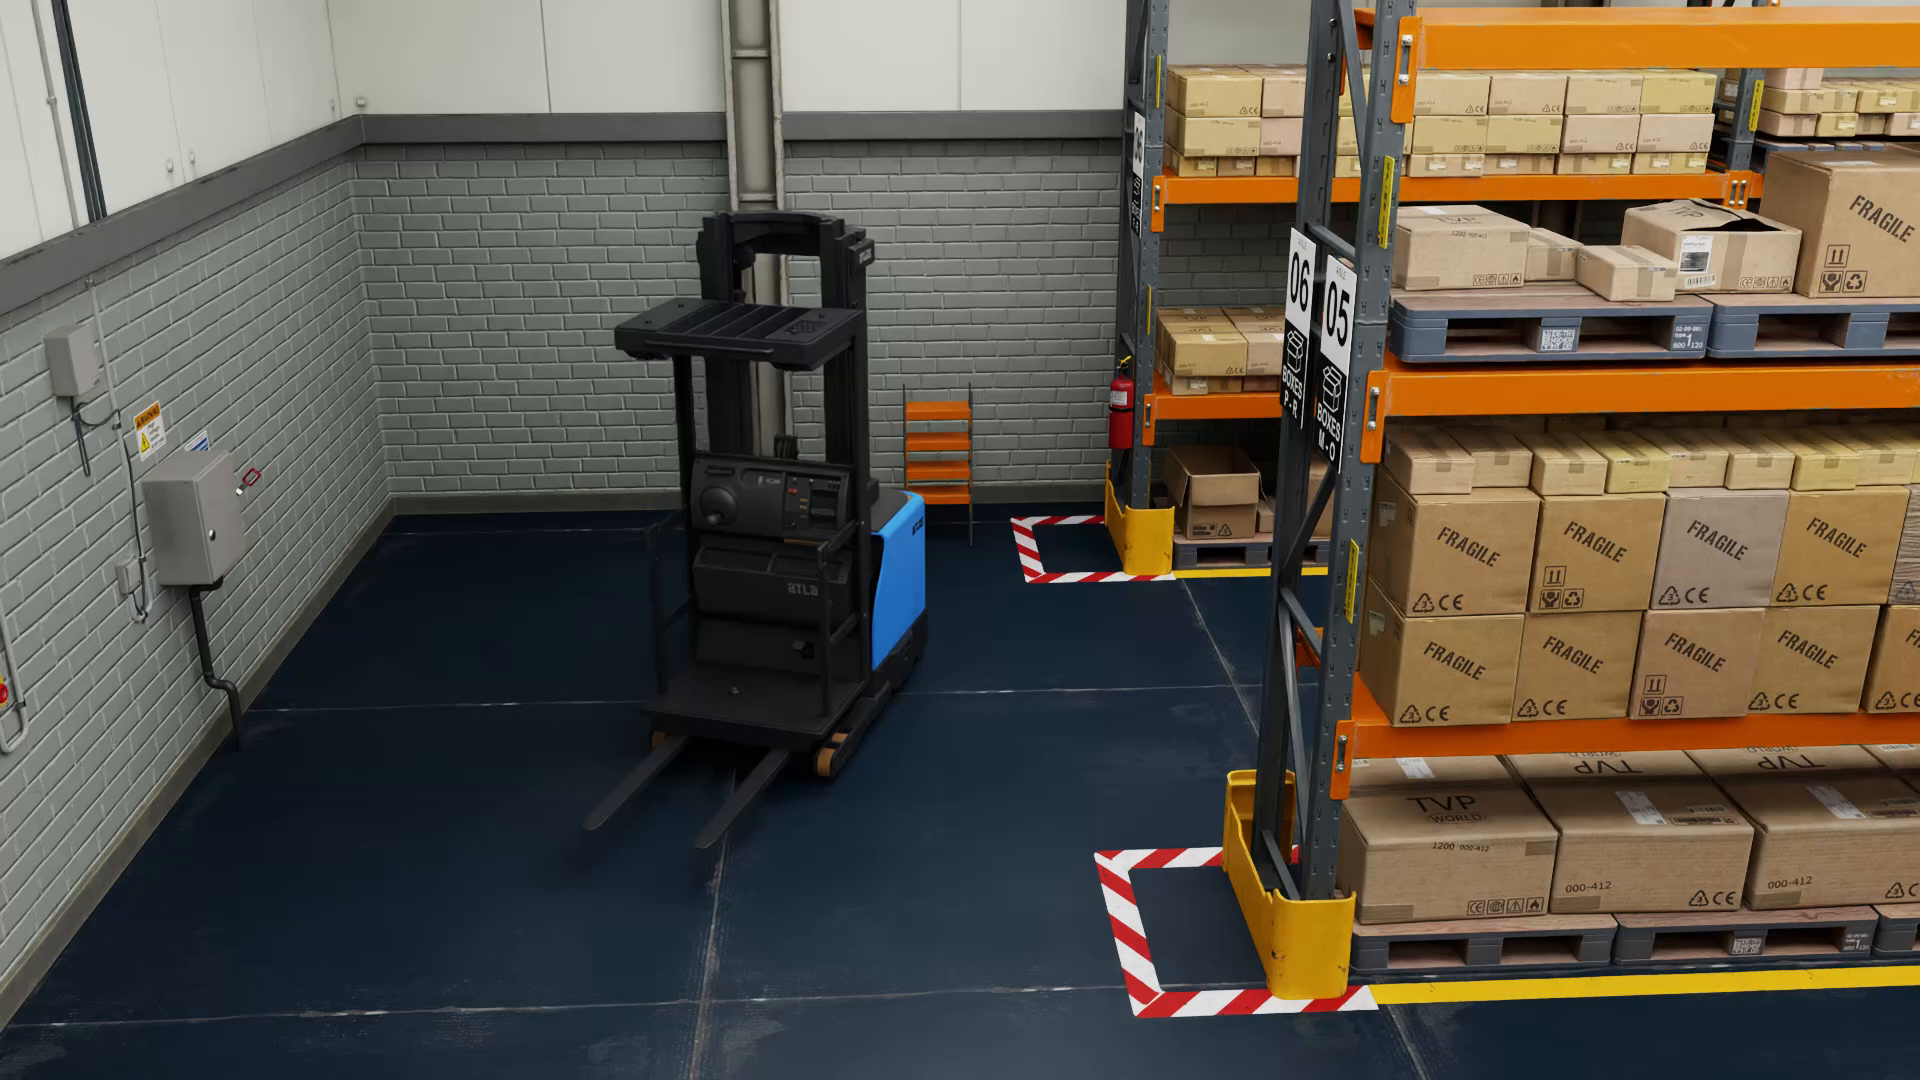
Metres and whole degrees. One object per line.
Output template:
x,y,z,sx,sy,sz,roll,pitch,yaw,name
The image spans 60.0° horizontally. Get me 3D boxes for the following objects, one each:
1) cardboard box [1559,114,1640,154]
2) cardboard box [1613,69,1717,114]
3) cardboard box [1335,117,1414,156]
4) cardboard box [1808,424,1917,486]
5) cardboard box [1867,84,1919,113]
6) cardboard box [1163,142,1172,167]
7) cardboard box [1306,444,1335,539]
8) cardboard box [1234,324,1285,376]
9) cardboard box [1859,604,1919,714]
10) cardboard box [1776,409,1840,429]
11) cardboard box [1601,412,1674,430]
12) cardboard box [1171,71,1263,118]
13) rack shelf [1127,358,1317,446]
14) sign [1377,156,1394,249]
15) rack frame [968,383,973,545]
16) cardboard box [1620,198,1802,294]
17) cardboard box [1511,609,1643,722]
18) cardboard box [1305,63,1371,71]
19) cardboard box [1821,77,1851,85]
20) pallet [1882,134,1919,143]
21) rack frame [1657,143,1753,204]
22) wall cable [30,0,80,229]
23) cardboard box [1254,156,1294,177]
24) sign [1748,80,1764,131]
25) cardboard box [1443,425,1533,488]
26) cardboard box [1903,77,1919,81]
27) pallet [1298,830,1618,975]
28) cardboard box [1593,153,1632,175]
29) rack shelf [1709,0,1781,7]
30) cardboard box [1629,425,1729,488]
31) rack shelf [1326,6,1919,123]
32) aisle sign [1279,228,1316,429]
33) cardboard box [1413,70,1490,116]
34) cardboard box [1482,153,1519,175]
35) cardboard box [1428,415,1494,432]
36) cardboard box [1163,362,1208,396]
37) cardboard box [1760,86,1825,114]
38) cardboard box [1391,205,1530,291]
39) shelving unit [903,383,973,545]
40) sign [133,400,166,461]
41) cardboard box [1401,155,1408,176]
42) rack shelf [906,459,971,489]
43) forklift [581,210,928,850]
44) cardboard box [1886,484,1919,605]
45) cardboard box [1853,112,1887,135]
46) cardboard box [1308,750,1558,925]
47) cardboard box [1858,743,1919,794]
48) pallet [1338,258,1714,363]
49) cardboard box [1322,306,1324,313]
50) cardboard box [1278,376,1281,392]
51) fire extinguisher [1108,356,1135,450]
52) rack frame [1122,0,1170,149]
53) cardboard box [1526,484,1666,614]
4.258,-2.792,11.316,0.500,0.250,0.500,-2,21,-5,cardboard box
4.754,-3.043,11.272,0.500,0.250,0.500,-1,21,-3,cardboard box
2.727,-2.759,11.230,0.500,0.250,0.500,-2,21,-5,cardboard box
3.717,-0.355,6.881,0.250,0.149,0.380,-1,21,-3,cardboard box
6.341,-2.986,11.238,0.250,0.149,0.380,-1,21,-4,cardboard box
1.557,-2.726,11.703,0.250,0.149,0.380,-1,21,-2,cardboard box
2.722,-0.363,12.283,0.500,0.500,0.700,0,21,-1,cardboard box
2.222,-1.346,11.733,0.500,0.250,0.500,-1,21,-2,cardboard box
4.068,0.410,7.187,0.500,0.500,0.500,-1,21,-4,cardboard box
3.679,-0.550,7.392,0.250,0.149,0.380,-1,21,-3,cardboard box
2.908,-0.505,7.274,0.250,0.149,0.380,-1,21,-4,cardboard box
1.708,-2.977,11.100,0.500,0.250,0.500,-1,21,-4,cardboard box
3.247,-1.058,12.194,4.000,0.370,1.077,-1,21,-3,rack shelf
1.563,-1.240,6.107,0.005,0.325,0.100,-1,21,-3,sign
0.078,-0.562,12.412,0.015,1.200,0.240,-1,21,-3,rack frame
3.035,-1.206,6.751,0.500,0.311,0.500,-1,21,-2,cardboard box
2.537,0.435,7.121,0.500,0.500,0.500,-1,21,-4,cardboard box
2.712,-3.190,11.659,0.500,0.250,0.500,-1,21,-3,cardboard box
6.041,-3.170,11.719,0.250,0.149,0.380,-2,21,-4,cardboard box
6.934,-2.759,11.700,1.003,0.211,1.213,-1,21,-3,pallet
5.244,-1.434,12.173,0.127,3.000,1.000,-1,21,-3,rack frame
-4.166,-2.445,6.396,0.029,3.000,2.355,-1,21,-3,wall cable
2.099,-2.575,11.307,0.250,0.149,0.380,-1,21,-3,cardboard box
5.283,-2.885,11.041,0.005,0.325,0.100,-1,21,-3,sign
2.165,-0.347,6.858,0.250,0.149,0.380,-1,21,-2,cardboard box
6.830,-3.156,11.684,0.250,0.149,0.380,-1,21,-3,cardboard box
2.331,1.669,7.940,1.213,0.211,1.003,-1,21,-3,pallet
4.389,-2.600,11.373,0.250,0.149,0.380,0,21,-1,cardboard box
7.241,-3.756,11.411,4.000,0.370,1.077,-1,21,-3,rack shelf
2.952,-0.347,6.859,0.250,0.149,0.380,-1,21,-3,cardboard box
3.534,-1.911,6.567,4.000,0.370,1.077,-1,21,-3,rack shelf
1.448,-0.914,7.151,0.004,0.787,0.394,-1,21,-3,aisle sign
3.226,-3.010,11.186,0.500,0.250,0.500,-1,21,-2,cardboard box
3.623,-2.595,11.358,0.250,0.149,0.380,-1,21,-3,cardboard box
2.137,-0.499,7.259,0.250,0.149,0.380,-1,21,-2,cardboard box
1.594,-1.145,11.766,0.250,0.149,0.380,-1,21,-3,cardboard box
5.567,-2.951,11.145,0.250,0.149,0.380,-1,21,-1,cardboard box
1.982,-1.206,6.837,0.500,0.250,0.500,-3,21,-8,cardboard box
-0.165,-0.557,12.399,0.503,1.200,0.258,-1,21,-3,shelving unit
-4.268,-0.578,8.764,0.001,0.242,0.339,-1,21,-3,sign
2.859,-2.579,11.315,0.250,0.149,0.380,-1,21,-4,cardboard box
-0.165,-0.494,12.423,0.480,0.148,0.258,-1,21,-3,rack shelf
-1.121,-0.213,9.061,1.130,2.935,3.031,6,22,16,forklift
4.061,-0.056,7.008,0.500,0.500,0.500,-1,21,-2,cardboard box
6.073,-2.859,11.322,0.250,0.149,0.380,-1,21,-3,cardboard box
2.191,1.362,7.838,0.875,0.438,0.875,-2,21,-5,cardboard box
4.898,1.305,7.989,0.875,0.438,0.875,-1,21,-4,cardboard box
2.278,-0.969,6.860,1.213,0.211,1.003,-1,21,-3,pallet
2.704,-1.544,12.254,0.500,0.250,0.500,-1,21,-1,cardboard box
2.362,-1.168,11.825,0.250,0.149,0.380,-1,21,-1,cardboard box
1.130,-0.976,11.600,0.183,0.674,0.296,-1,21,-3,fire extinguisher
1.250,-4.157,10.892,0.127,3.000,1.000,-1,21,-3,rack frame
2.548,-0.026,6.926,0.500,0.500,0.500,-2,21,-5,cardboard box
